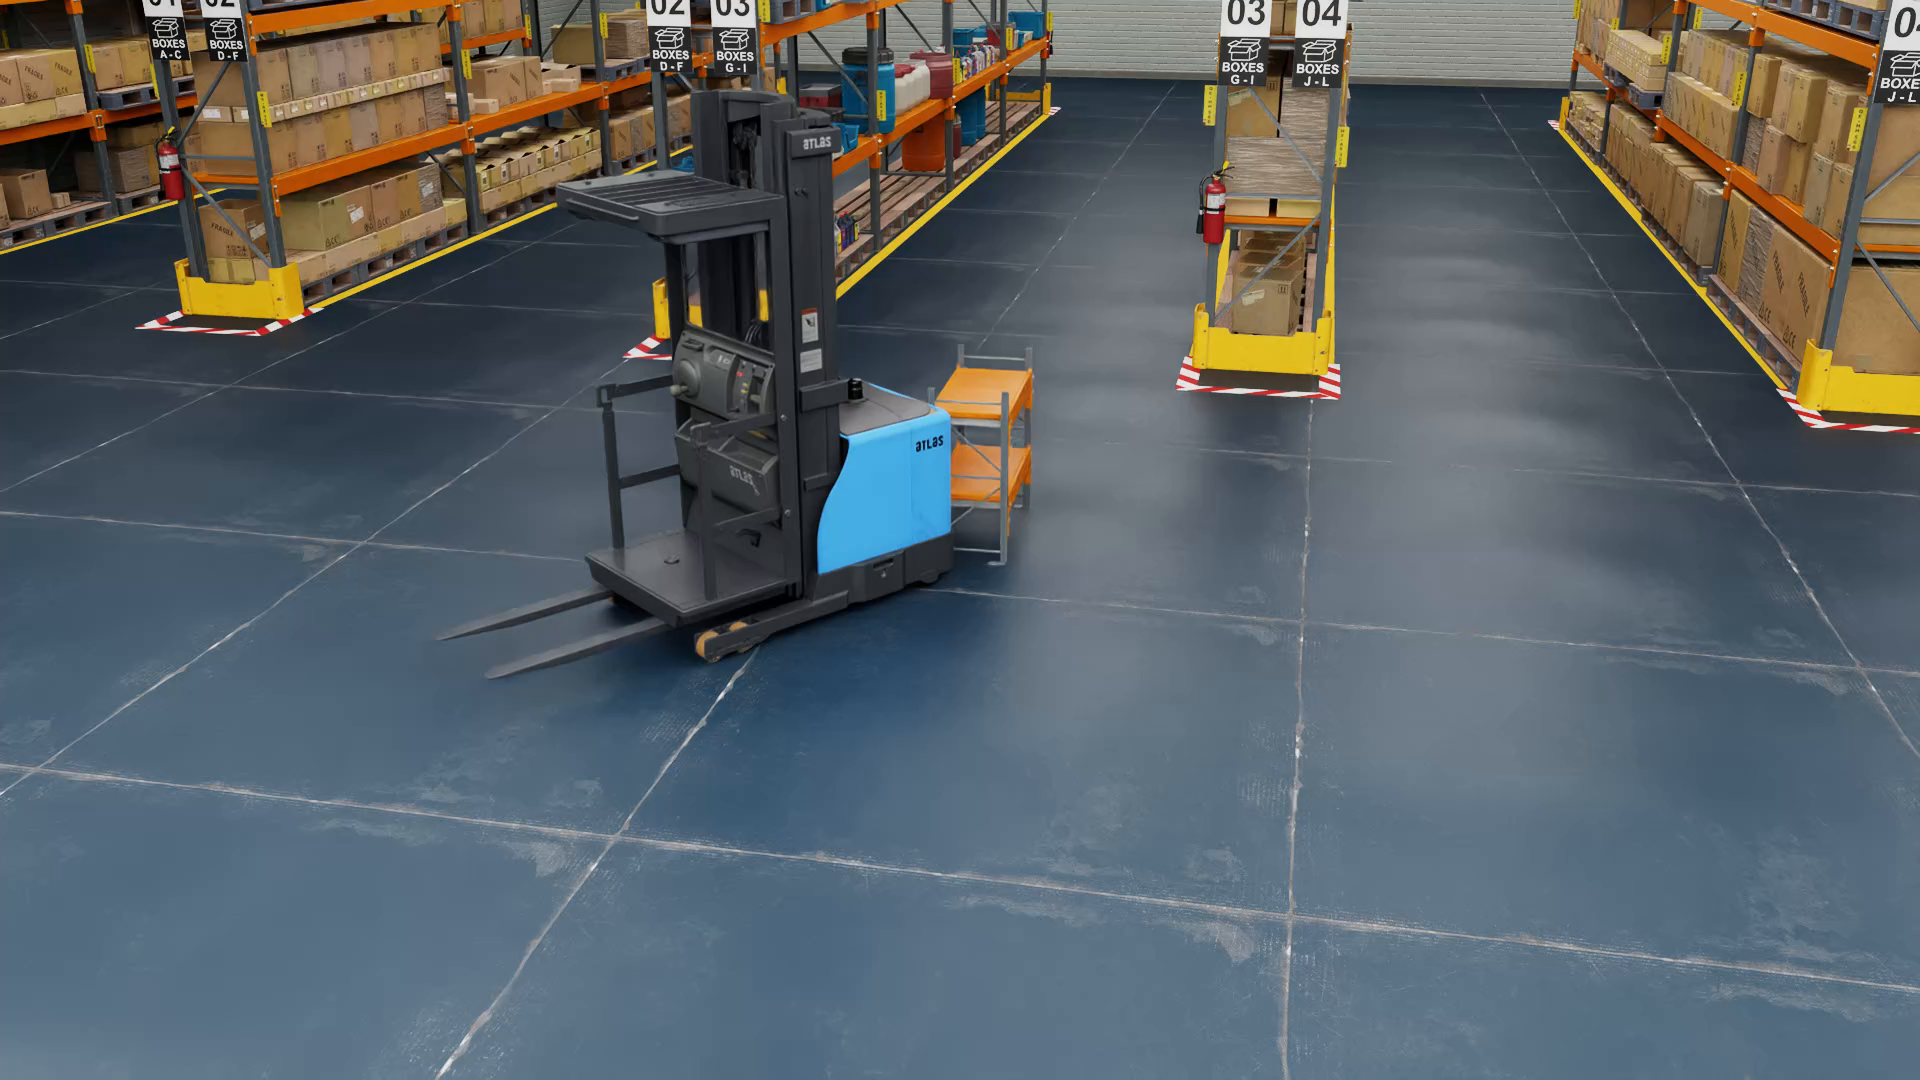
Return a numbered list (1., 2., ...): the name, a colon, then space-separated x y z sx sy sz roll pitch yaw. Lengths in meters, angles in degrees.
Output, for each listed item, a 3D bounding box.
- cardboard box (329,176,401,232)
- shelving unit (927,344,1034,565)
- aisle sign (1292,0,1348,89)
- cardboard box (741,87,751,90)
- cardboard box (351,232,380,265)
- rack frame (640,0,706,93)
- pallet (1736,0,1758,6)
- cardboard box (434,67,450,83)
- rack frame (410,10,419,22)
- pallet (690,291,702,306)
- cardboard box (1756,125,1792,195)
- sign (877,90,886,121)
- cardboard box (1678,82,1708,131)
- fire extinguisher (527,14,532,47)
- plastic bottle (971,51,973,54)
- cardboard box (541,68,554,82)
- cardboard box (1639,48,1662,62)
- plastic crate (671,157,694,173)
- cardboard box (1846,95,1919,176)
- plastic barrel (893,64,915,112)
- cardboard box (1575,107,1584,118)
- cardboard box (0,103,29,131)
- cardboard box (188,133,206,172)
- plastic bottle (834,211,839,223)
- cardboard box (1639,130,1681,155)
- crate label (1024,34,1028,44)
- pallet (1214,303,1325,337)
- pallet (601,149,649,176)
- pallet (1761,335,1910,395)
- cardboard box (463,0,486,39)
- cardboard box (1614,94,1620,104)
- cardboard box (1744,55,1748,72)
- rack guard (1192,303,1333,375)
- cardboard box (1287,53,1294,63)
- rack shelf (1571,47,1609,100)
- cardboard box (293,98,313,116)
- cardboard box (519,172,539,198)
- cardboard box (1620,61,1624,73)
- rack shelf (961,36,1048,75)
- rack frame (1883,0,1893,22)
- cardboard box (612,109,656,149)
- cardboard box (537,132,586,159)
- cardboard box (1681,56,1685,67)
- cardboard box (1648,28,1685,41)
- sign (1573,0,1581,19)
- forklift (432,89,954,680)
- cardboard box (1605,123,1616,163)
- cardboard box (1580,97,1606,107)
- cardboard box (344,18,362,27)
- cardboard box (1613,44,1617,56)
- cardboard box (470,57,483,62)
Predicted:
1. cardboard box: -6.436 -3.643 17.998 0.500 0.500 0.500 4 22 11
2. shelving unit: 0.140 -0.575 10.776 0.538 1.125 1.048 4 22 10
3. aisle sign: 2.906 -4.052 13.420 0.394 0.787 0.004 4 22 11
4. cardboard box: -3.901 -7.866 29.460 0.500 0.250 0.500 4 22 11
5. cardboard box: -6.544 -3.113 17.685 0.500 0.250 0.500 4 22 11
6. rack frame: -4.624 -8.037 26.794 1.000 3.000 0.127 4 22 11
7. pallet: 8.415 -5.581 16.937 0.805 0.209 1.217 4 22 9
8. cardboard box: -6.102 -5.343 19.102 0.380 0.149 0.250 4 22 11
9. rack frame: -9.474 -8.413 27.728 1.000 3.000 0.127 4 22 11
10. pallet: -2.083 -2.304 16.291 1.003 0.211 1.213 4 22 11
11. cardboard box: 7.897 -3.482 15.283 0.875 0.550 0.550 4 22 11
12. sign: -0.871 -4.814 18.422 0.100 0.325 0.005 4 22 11
13. cardboard box: 8.532 -4.935 18.957 0.500 0.500 0.500 4 22 11
14. fire extinguisher: -8.175 -9.687 31.494 0.296 0.674 0.183 4 22 11
15. plastic bottle: 0.157 -7.114 24.675 0.097 0.271 0.097 0 22 0
16. cardboard box: -5.812 -6.220 22.402 0.500 0.311 0.500 4 22 10
17. cardboard box: 8.850 -6.158 21.107 0.380 0.149 0.250 5 23 13
18. plastic crate: -2.415 -3.406 15.495 0.499 0.251 0.616 4 22 11
19. cardboard box: 7.573 -3.180 13.088 0.875 0.550 0.550 4 22 11
20. plastic barrel: -0.760 -5.555 20.449 0.433 0.535 0.433 0 22 0
21. cardboard box: 10.133 -6.889 26.799 0.380 0.149 0.250 5 23 13
22. cardboard box: -11.104 -4.864 19.090 0.500 0.250 0.500 4 22 11
23. cardboard box: -10.679 -5.364 22.914 0.700 0.500 0.500 4 22 11
24. plastic bottle: -1.398 -3.461 18.389 0.144 0.351 0.185 4 22 11
25. cardboard box: 8.975 -5.056 21.171 0.500 0.250 0.500 4 22 10
26. crate label: 0.946 -8.506 28.230 0.396 0.136 0.243 4 22 11
27. pallet: 2.841 -1.920 15.339 1.003 0.211 1.213 4 22 11
28. pallet: -5.251 -5.551 24.353 1.003 0.211 1.213 4 22 11
29. pallet: 7.546 -1.481 14.249 1.003 0.211 1.213 4 22 11
30. cardboard box: -9.054 -9.283 29.486 0.980 0.700 0.700 3 22 8
31. cardboard box: 10.757 -7.176 27.114 0.380 0.149 0.250 5 22 12
32. cardboard box: 8.372 -4.632 16.866 0.700 0.500 0.500 4 22 10
33. rack guard: 2.640 -1.760 14.554 1.175 0.500 0.348 4 22 11
34. cardboard box: 3.309 -4.269 15.567 0.500 0.500 0.500 4 22 11
35. rack shelf: 10.316 -7.263 25.835 1.077 0.370 4.000 4 22 11
36. cardboard box: -6.678 -4.310 16.539 0.380 0.149 0.250 5 22 11
37. cardboard box: -5.723 -4.536 21.218 0.500 0.250 0.500 4 22 9
38. cardboard box: 9.117 -6.357 22.396 0.380 0.149 0.250 4 22 10
39. rack shelf: 0.633 -8.056 27.803 1.077 0.370 4.000 4 22 11
40. rack frame: 7.460 -5.259 11.867 1.000 3.000 0.127 4 22 11
41. cardboard box: -4.859 -6.138 24.836 0.500 0.500 0.500 4 22 10
42. cardboard box: -5.405 -5.353 22.496 0.500 0.311 0.500 4 22 10
43. cardboard box: 9.649 -6.251 21.736 0.380 0.149 0.250 4 22 10
44. cardboard box: 10.256 -7.211 24.212 0.500 0.500 0.500 4 22 10
45. sign: 10.193 -8.771 27.458 0.100 0.325 0.005 4 22 11
46. forklift: -1.483 -0.907 9.183 3.031 2.935 1.130 -18 28 -37
47. cardboard box: 9.498 -5.650 23.652 0.500 0.500 0.500 5 23 13
48. cardboard box: 10.200 -7.021 26.730 0.380 0.149 0.250 3 22 8
49. cardboard box: -9.624 -7.865 25.809 0.500 0.500 0.500 5 22 12
50. cardboard box: 9.275 -6.783 23.057 0.380 0.149 0.250 5 22 12
51. cardboard box: -8.975 -8.824 30.664 0.380 0.149 0.250 5 22 11
